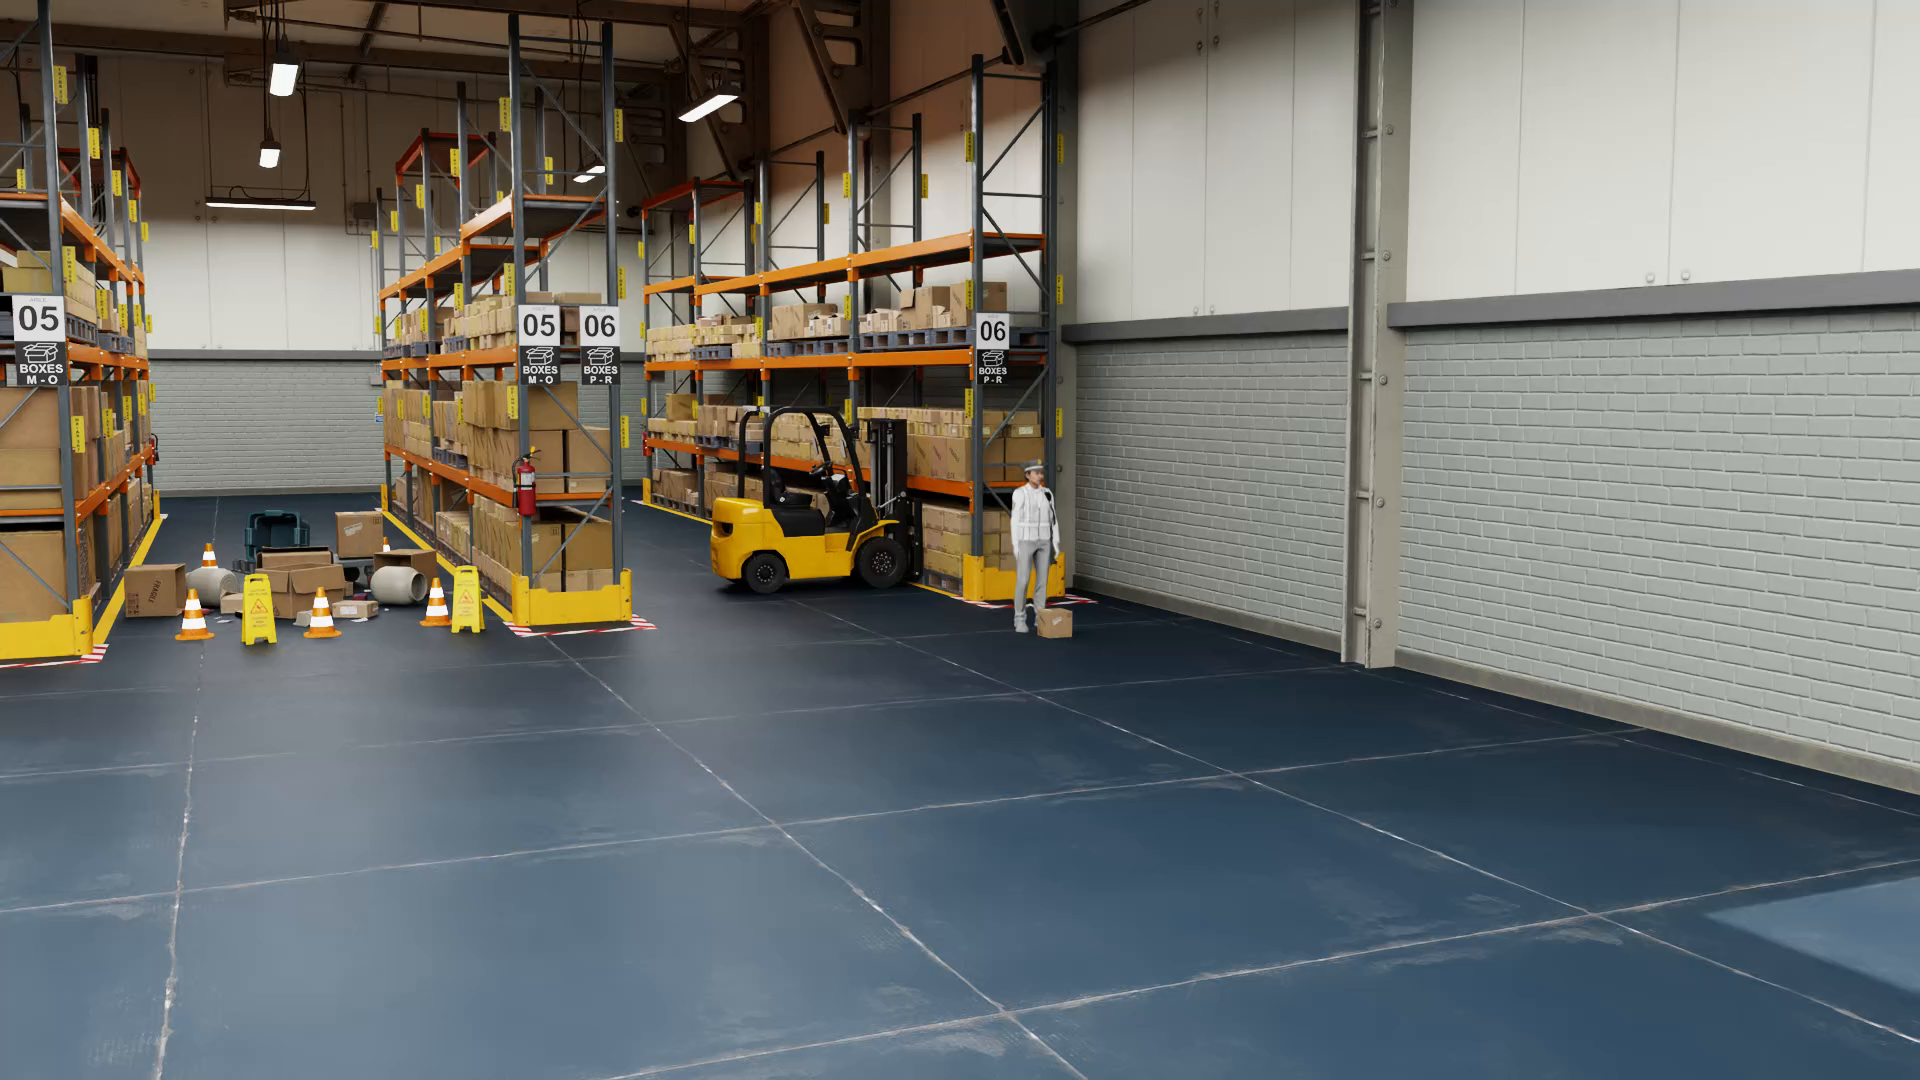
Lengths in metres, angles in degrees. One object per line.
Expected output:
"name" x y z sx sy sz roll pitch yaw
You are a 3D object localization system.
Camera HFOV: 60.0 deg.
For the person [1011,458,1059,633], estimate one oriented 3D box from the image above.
"person" 0.745 0.055 16.389 0.483 1.724 0.366 -2 6 -23
